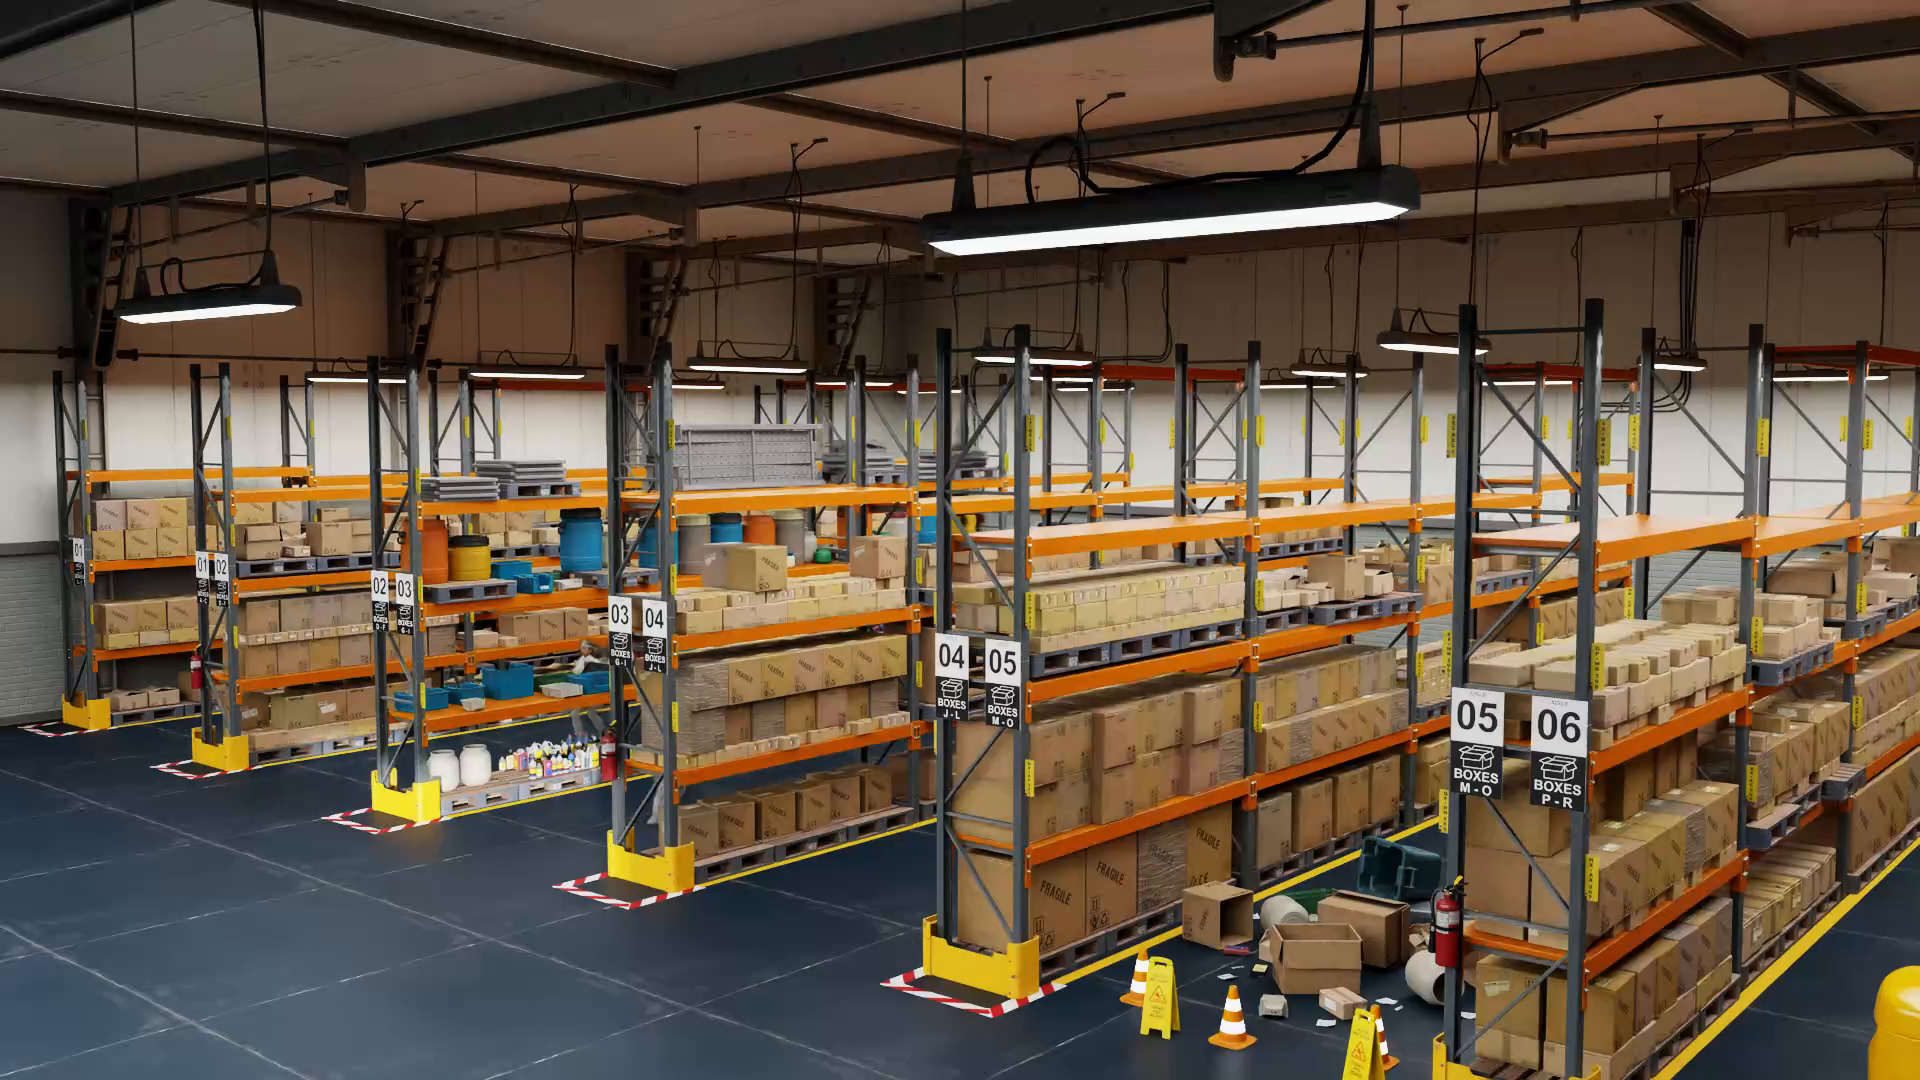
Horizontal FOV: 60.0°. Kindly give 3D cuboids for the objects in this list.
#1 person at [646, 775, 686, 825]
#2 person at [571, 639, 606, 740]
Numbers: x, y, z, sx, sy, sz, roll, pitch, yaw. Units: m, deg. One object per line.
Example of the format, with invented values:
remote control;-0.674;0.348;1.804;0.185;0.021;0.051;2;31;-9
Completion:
person;-3.809;2.751;21.674;0.642;1.783;1.028;2;5;29
person;-5.875;2.431;26.275;0.595;1.753;0.623;3;5;34
